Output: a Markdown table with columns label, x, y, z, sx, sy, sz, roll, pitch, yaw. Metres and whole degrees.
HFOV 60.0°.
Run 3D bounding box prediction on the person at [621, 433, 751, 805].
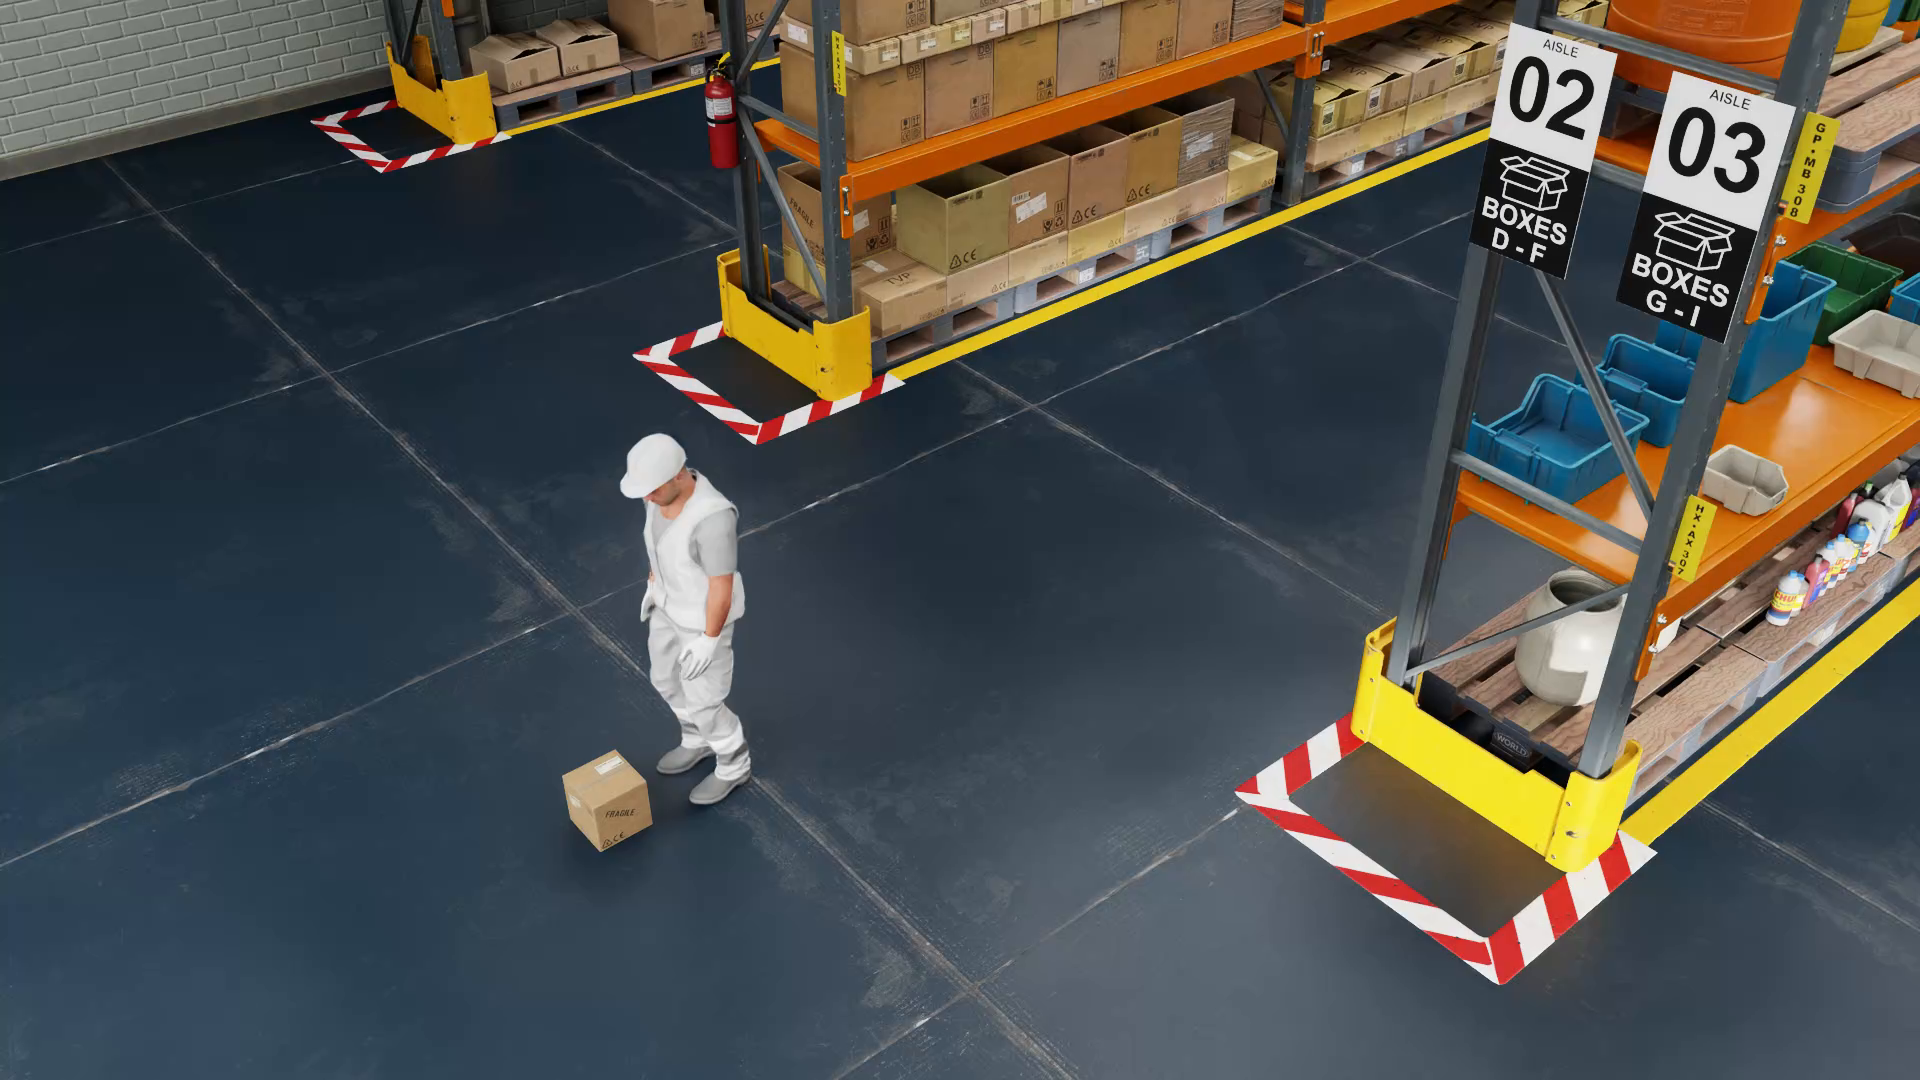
| label | x | y | z | sx | sy | sz | roll | pitch | yaw |
| --- | --- | --- | --- | --- | --- | --- | --- | --- | --- |
| person | -1.081 | 0.311 | 6.659 | 0.427 | 1.752 | 0.538 | -25 | 43 | -31 |
